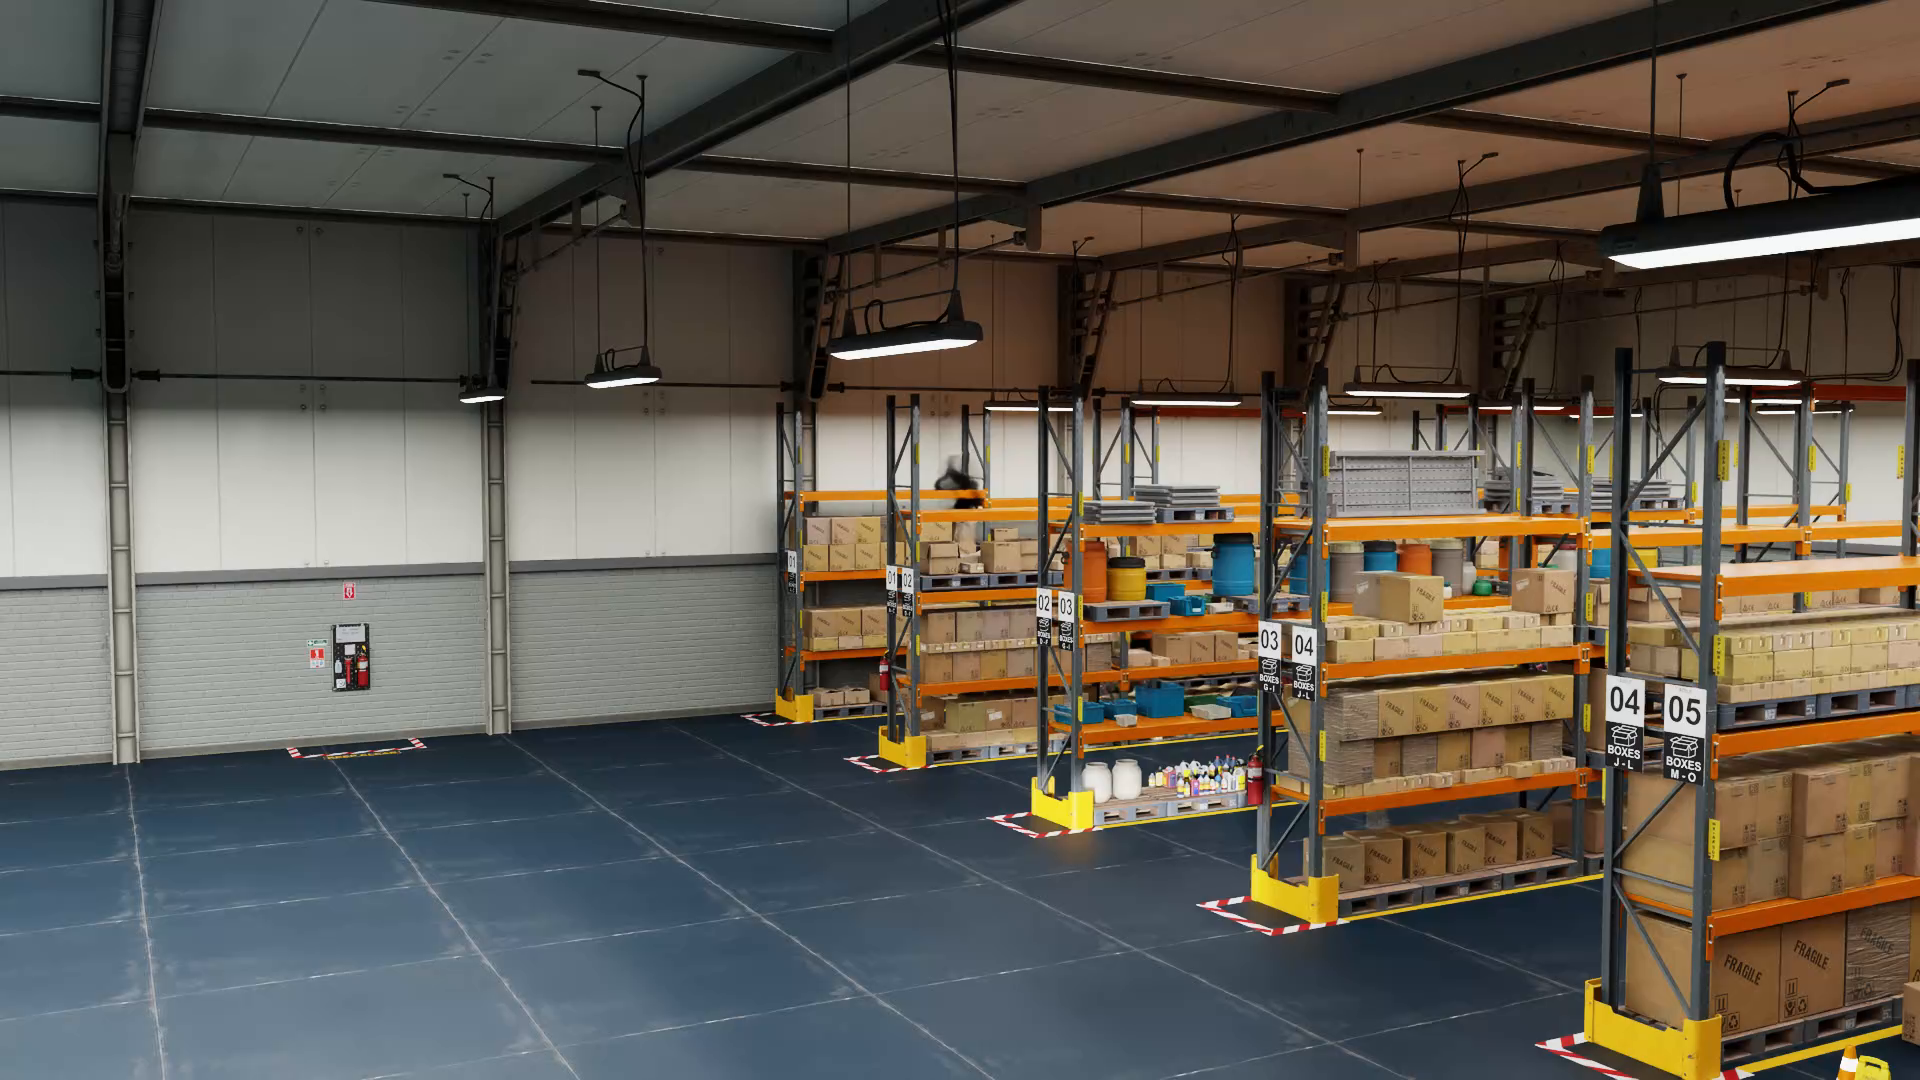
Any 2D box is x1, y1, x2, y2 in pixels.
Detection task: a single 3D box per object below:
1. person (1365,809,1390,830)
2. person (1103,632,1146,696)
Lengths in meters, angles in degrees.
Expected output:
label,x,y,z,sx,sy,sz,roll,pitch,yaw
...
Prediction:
label,x,y,z,sx,sy,sz,roll,pitch,yaw
person,5.419,3.046,21.828,0.729,1.823,0.674,-2,4,-34
person,3.064,2.331,31.532,0.996,1.653,0.560,-2,4,-28
